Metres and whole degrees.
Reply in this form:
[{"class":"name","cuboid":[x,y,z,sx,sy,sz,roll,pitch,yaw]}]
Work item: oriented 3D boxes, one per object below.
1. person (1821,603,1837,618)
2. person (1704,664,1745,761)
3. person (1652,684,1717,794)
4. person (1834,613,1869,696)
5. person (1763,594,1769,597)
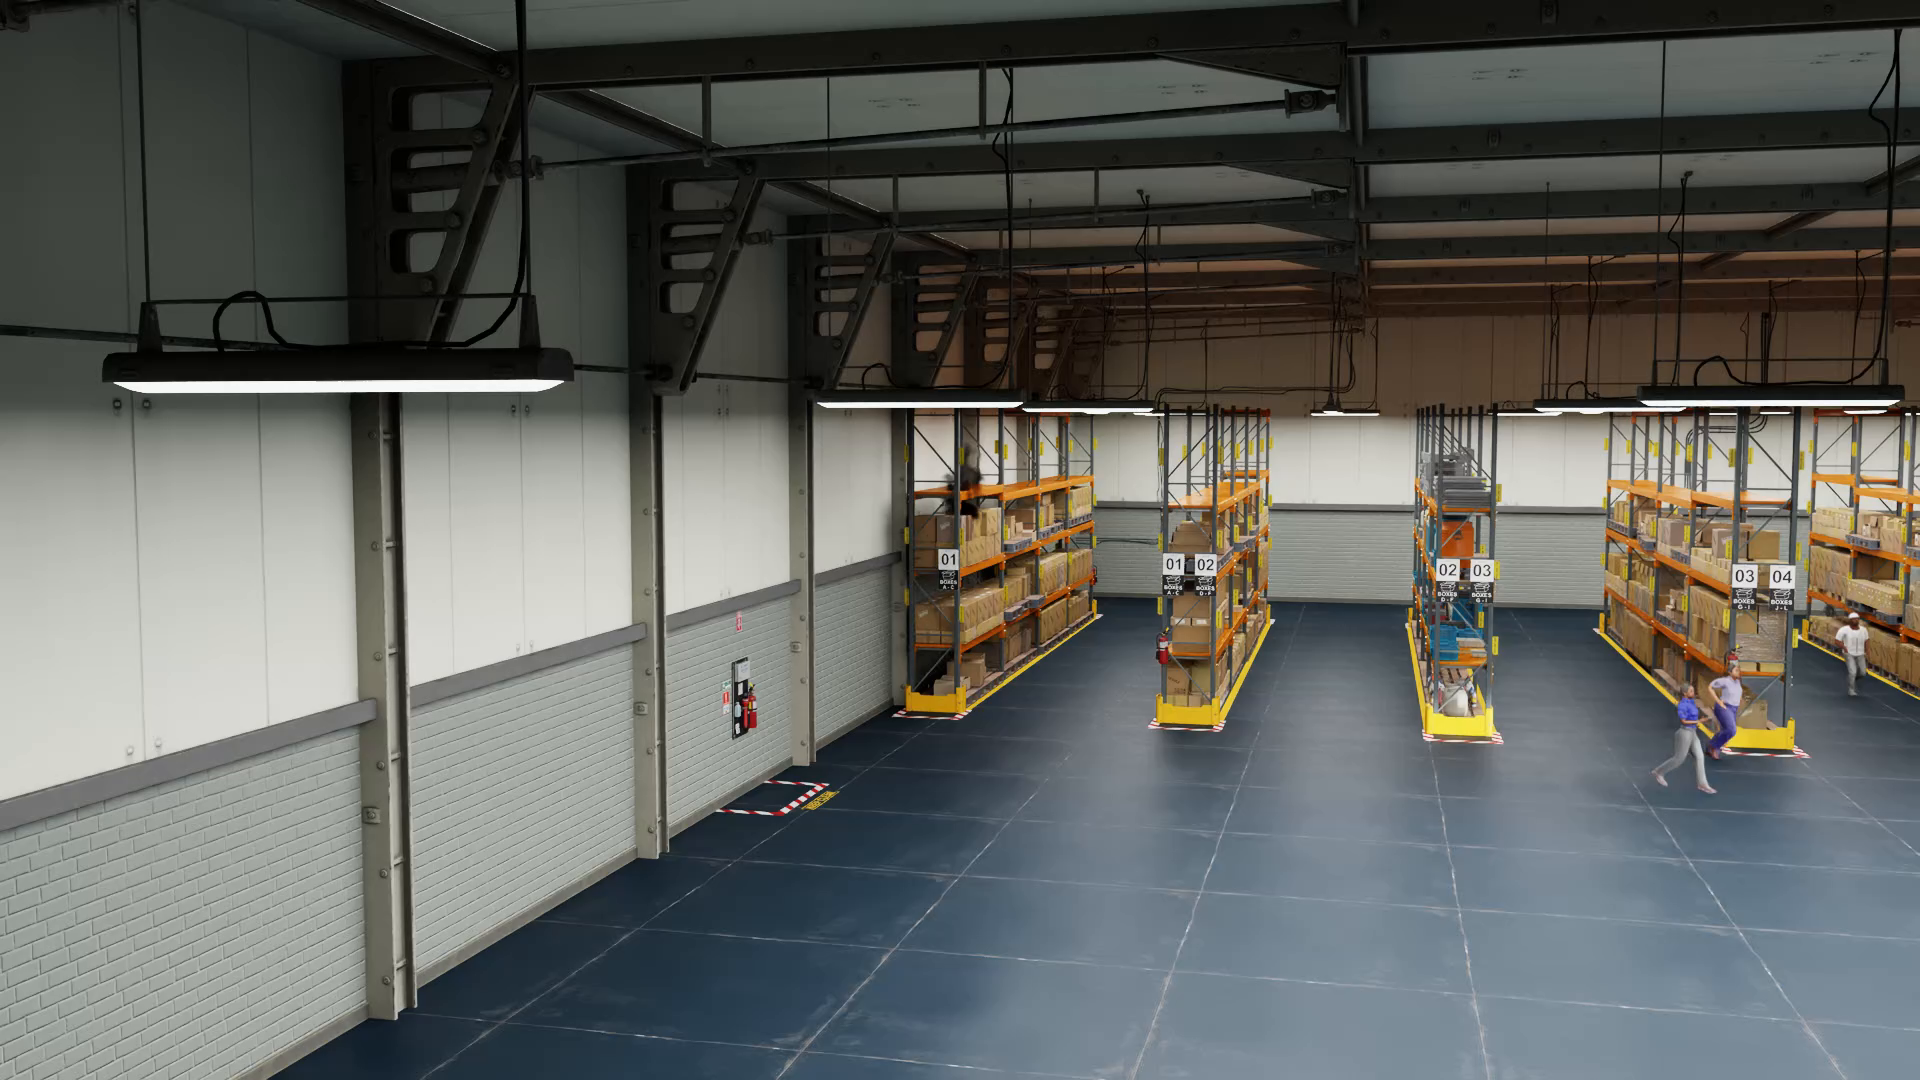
[{"class":"person","cuboid":[23.227,1.659,44.268,0.805,1.727,0.690,3,5,37]},{"class":"person","cuboid":[12.891,2.888,27.927,0.615,1.584,0.590,-3,5,-34]},{"class":"person","cuboid":[11.139,3.022,25.518,0.925,1.650,0.580,4,6,42]},{"class":"person","cuboid":[18.476,2.360,34.385,0.696,1.718,0.605,0,4,6]},{"class":"person","cuboid":[20.494,1.772,42.417,0.725,1.725,0.655,1,4,19]}]
